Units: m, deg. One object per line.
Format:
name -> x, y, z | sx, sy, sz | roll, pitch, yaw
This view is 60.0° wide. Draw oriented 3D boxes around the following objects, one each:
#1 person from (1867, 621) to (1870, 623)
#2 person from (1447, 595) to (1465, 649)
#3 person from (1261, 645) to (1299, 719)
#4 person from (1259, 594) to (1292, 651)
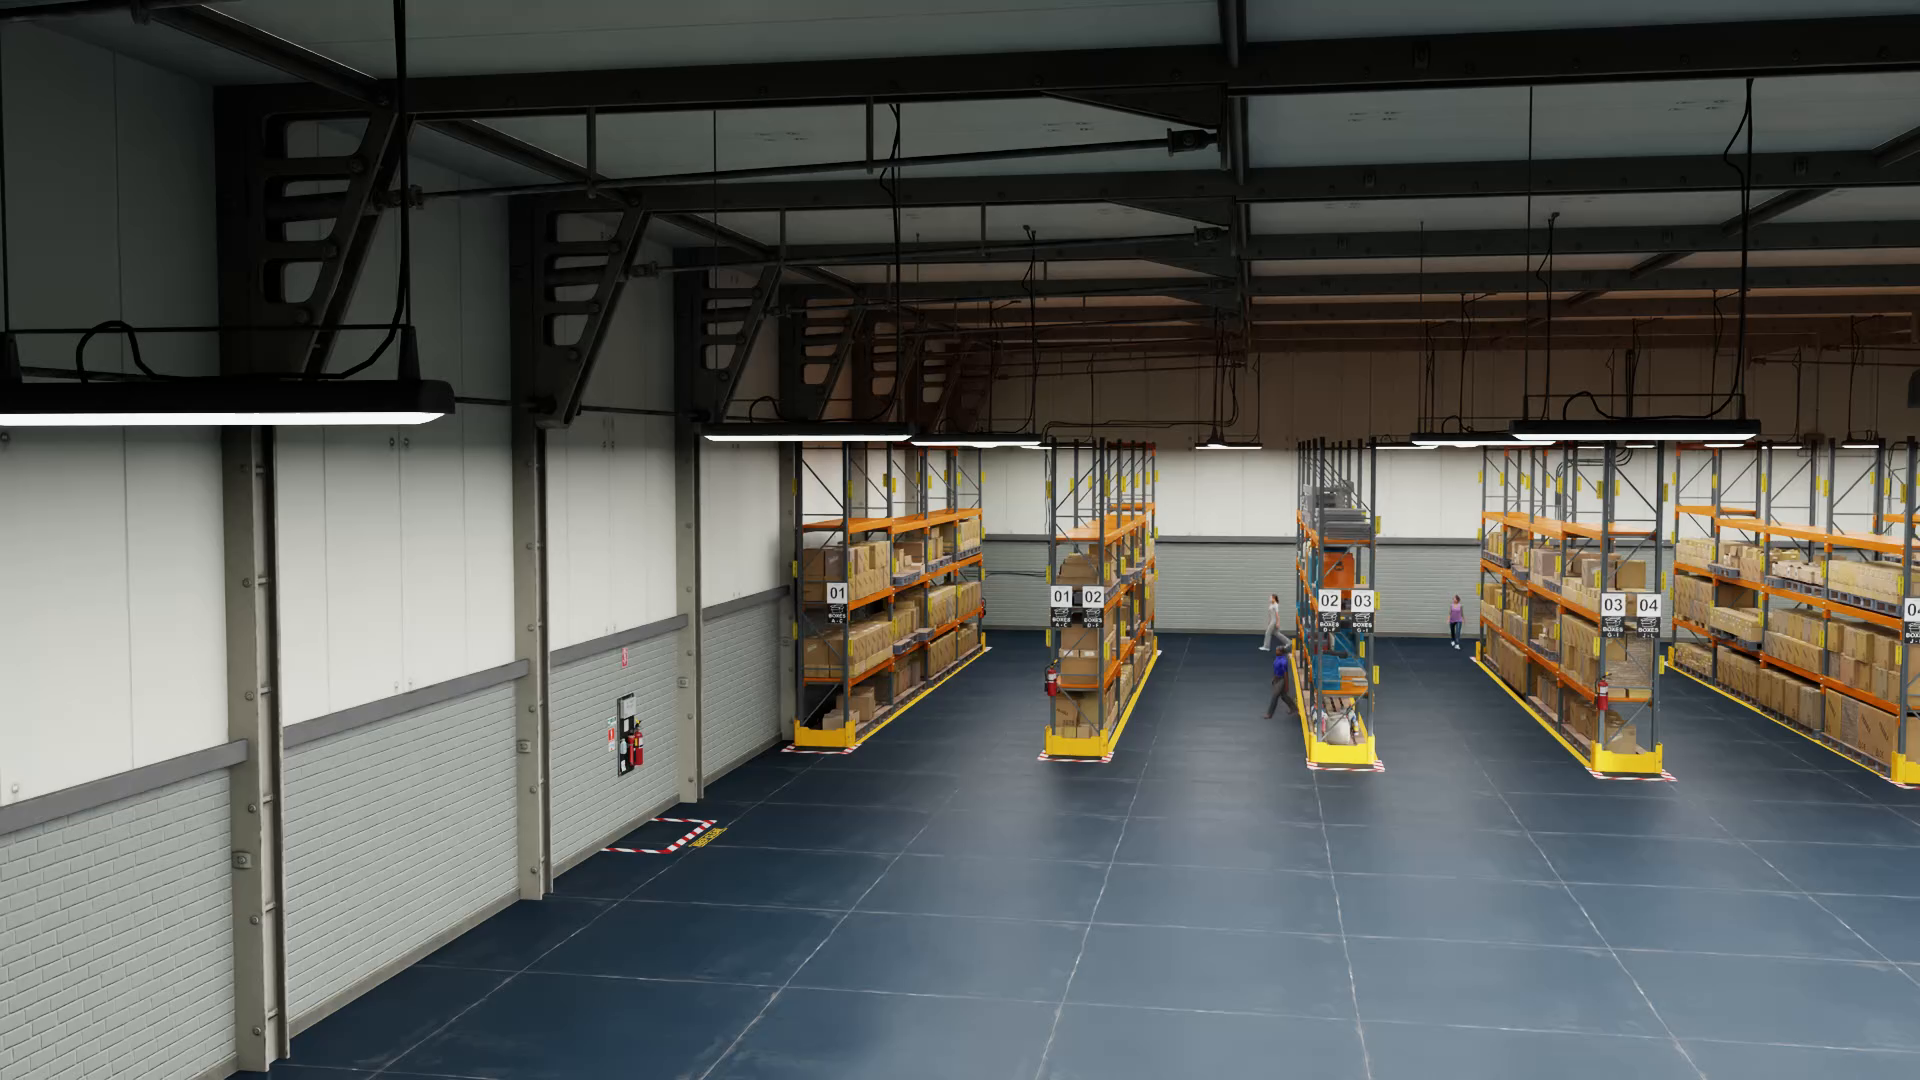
person -> 26.148, 2.341, 47.503 | 0.991, 1.716, 0.547 | 0, 3, 0
person -> 14.472, 2.370, 48.515 | 0.509, 1.536, 1.004 | 1, 3, 19
person -> 6.876, 3.076, 35.617 | 1.005, 1.496, 0.560 | -1, 3, -25
person -> 9.096, 2.366, 47.866 | 0.967, 1.634, 0.444 | 0, 3, 5
